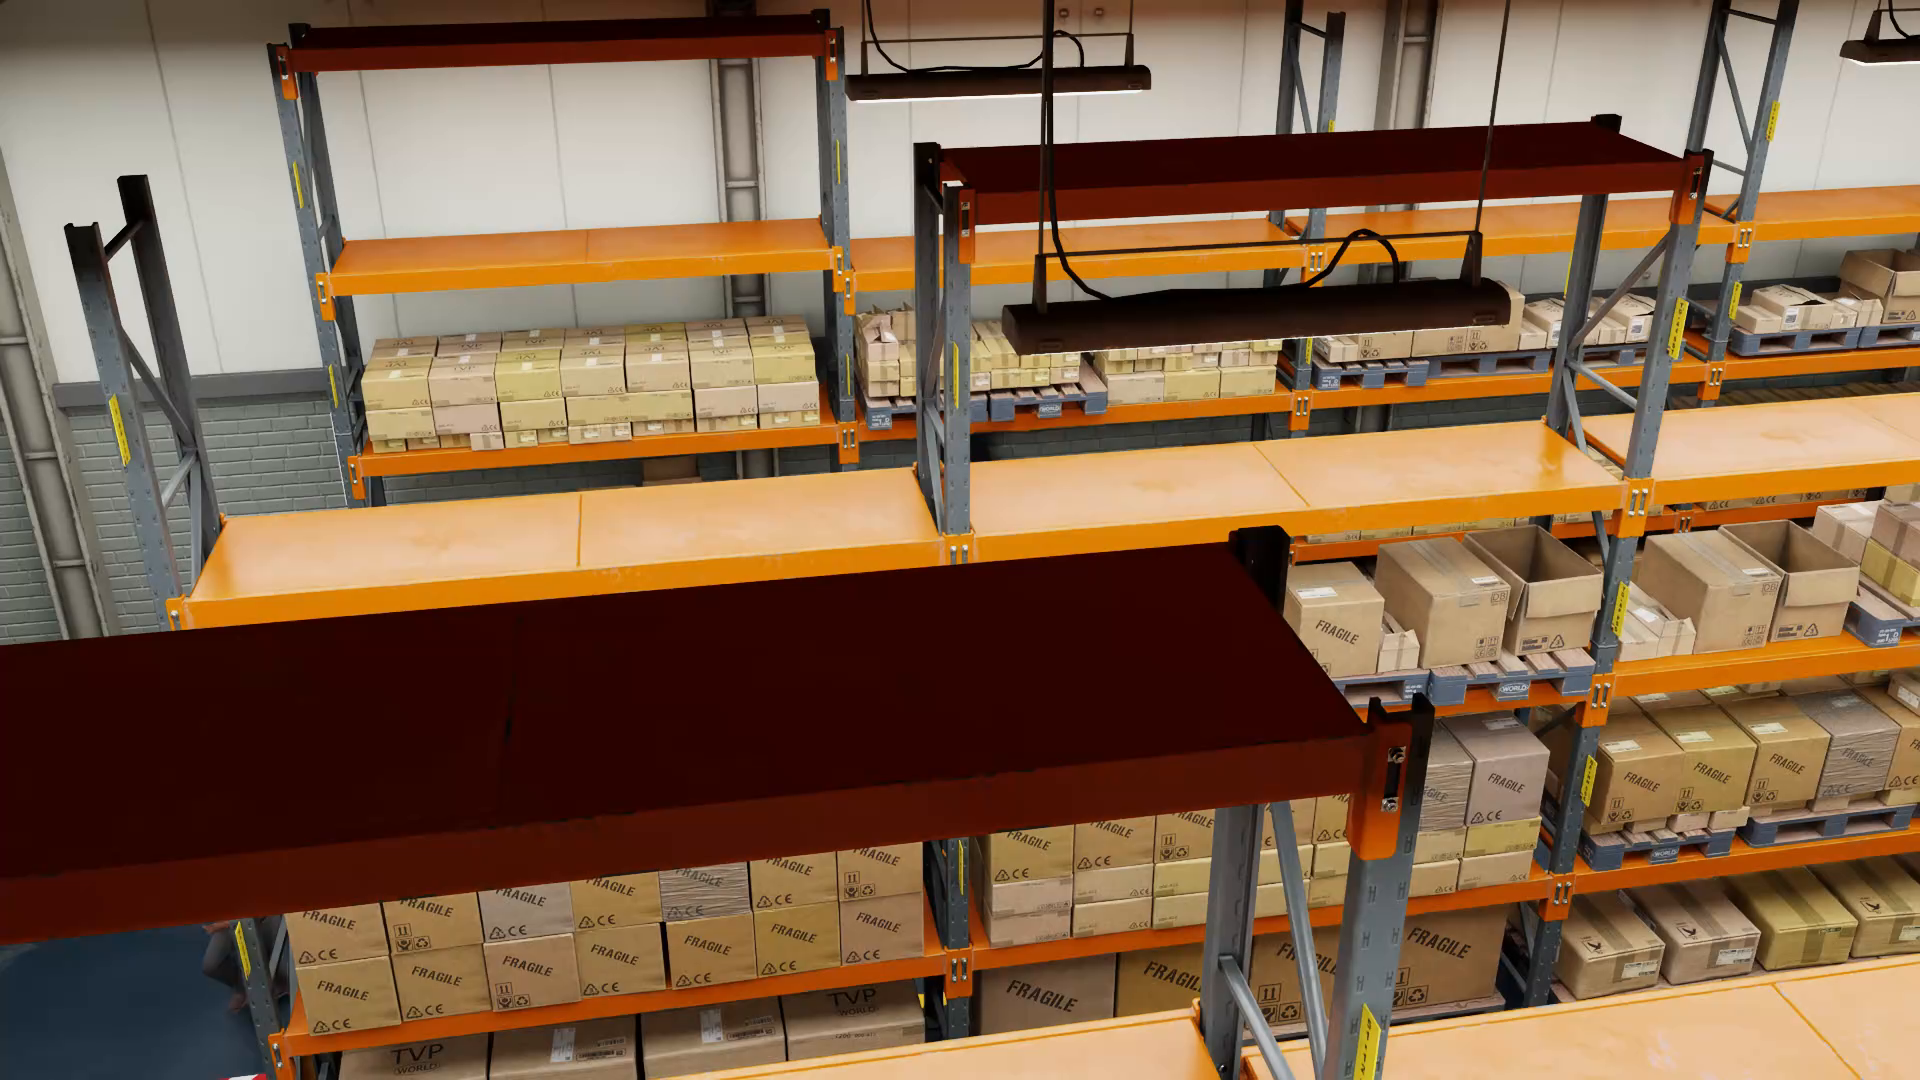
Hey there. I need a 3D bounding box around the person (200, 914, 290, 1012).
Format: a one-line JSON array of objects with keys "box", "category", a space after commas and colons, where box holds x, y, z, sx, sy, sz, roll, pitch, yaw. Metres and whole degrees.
[{"box": [-4.762, 2.571, 11.106, 0.576, 1.591, 0.626, 21, 33, 36], "category": "person"}]
